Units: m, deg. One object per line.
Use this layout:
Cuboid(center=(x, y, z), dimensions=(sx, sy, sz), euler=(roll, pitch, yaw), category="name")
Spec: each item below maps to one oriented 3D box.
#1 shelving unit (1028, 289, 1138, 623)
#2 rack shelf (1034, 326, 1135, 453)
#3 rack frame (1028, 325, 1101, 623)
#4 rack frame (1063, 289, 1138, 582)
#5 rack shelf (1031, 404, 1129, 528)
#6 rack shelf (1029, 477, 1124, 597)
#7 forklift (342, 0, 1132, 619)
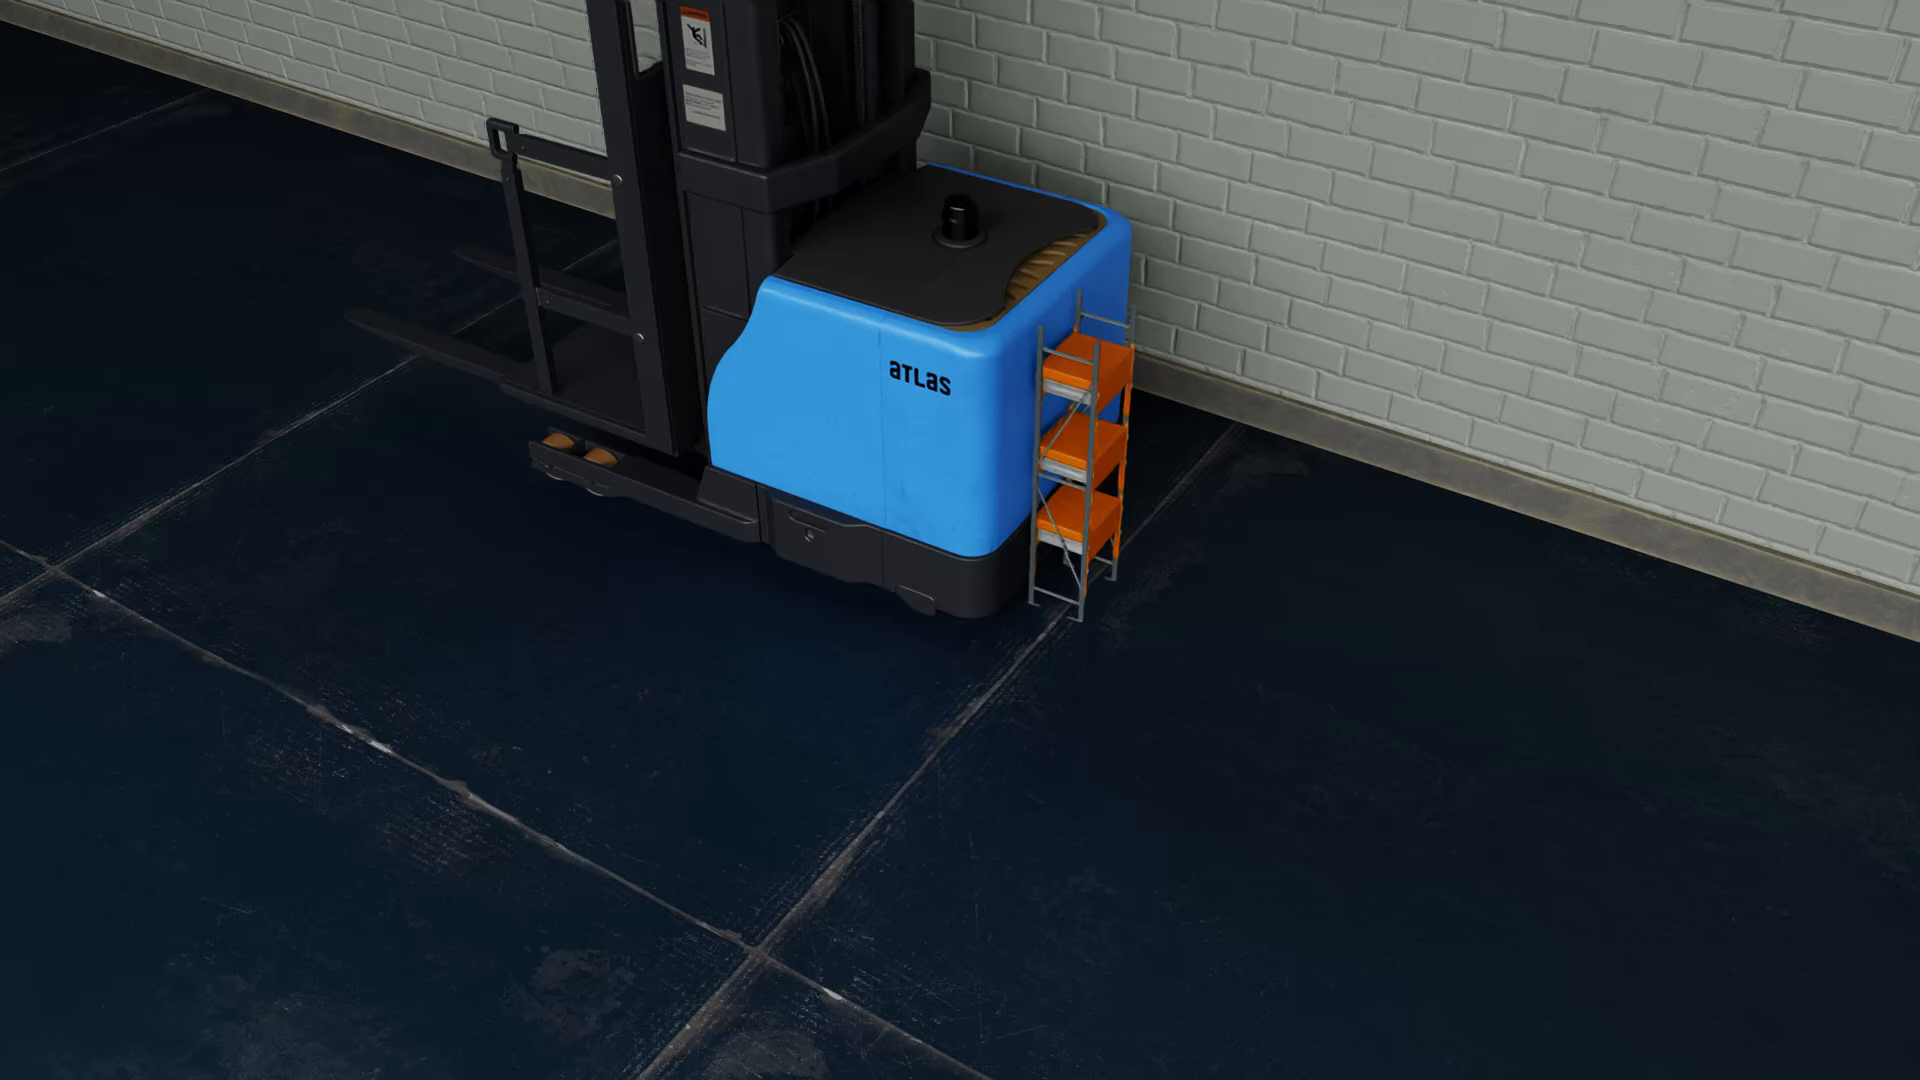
Cuboid(center=(0.376, -0.242, 5.204), dimensions=(0.215, 1.050, 0.252), euler=(20, 42, 24), category="shelving unit")
Cuboid(center=(0.376, -0.458, 5.037), dimensions=(0.215, 0.259, 0.240), euler=(20, 42, 24), category="rack shelf")
Cuboid(center=(0.314, -0.178, 5.121), dimensions=(0.200, 1.050, 0.008), euler=(20, 42, 24), category="rack frame")
Cuboid(center=(0.438, -0.306, 5.287), dimensions=(0.200, 1.050, 0.008), euler=(20, 42, 24), category="rack frame")
Cuboid(center=(0.376, -0.234, 5.210), dimensions=(0.215, 0.259, 0.240), euler=(20, 42, 24), category="rack shelf")
Cuboid(center=(0.375, -0.014, 5.380), dimensions=(0.215, 0.259, 0.240), euler=(20, 42, 24), category="rack shelf")
Cuboid(center=(-0.959, -1.575, 5.392), dimensions=(3.031, 2.935, 1.130), euler=(20, 42, 24), category="forklift")
